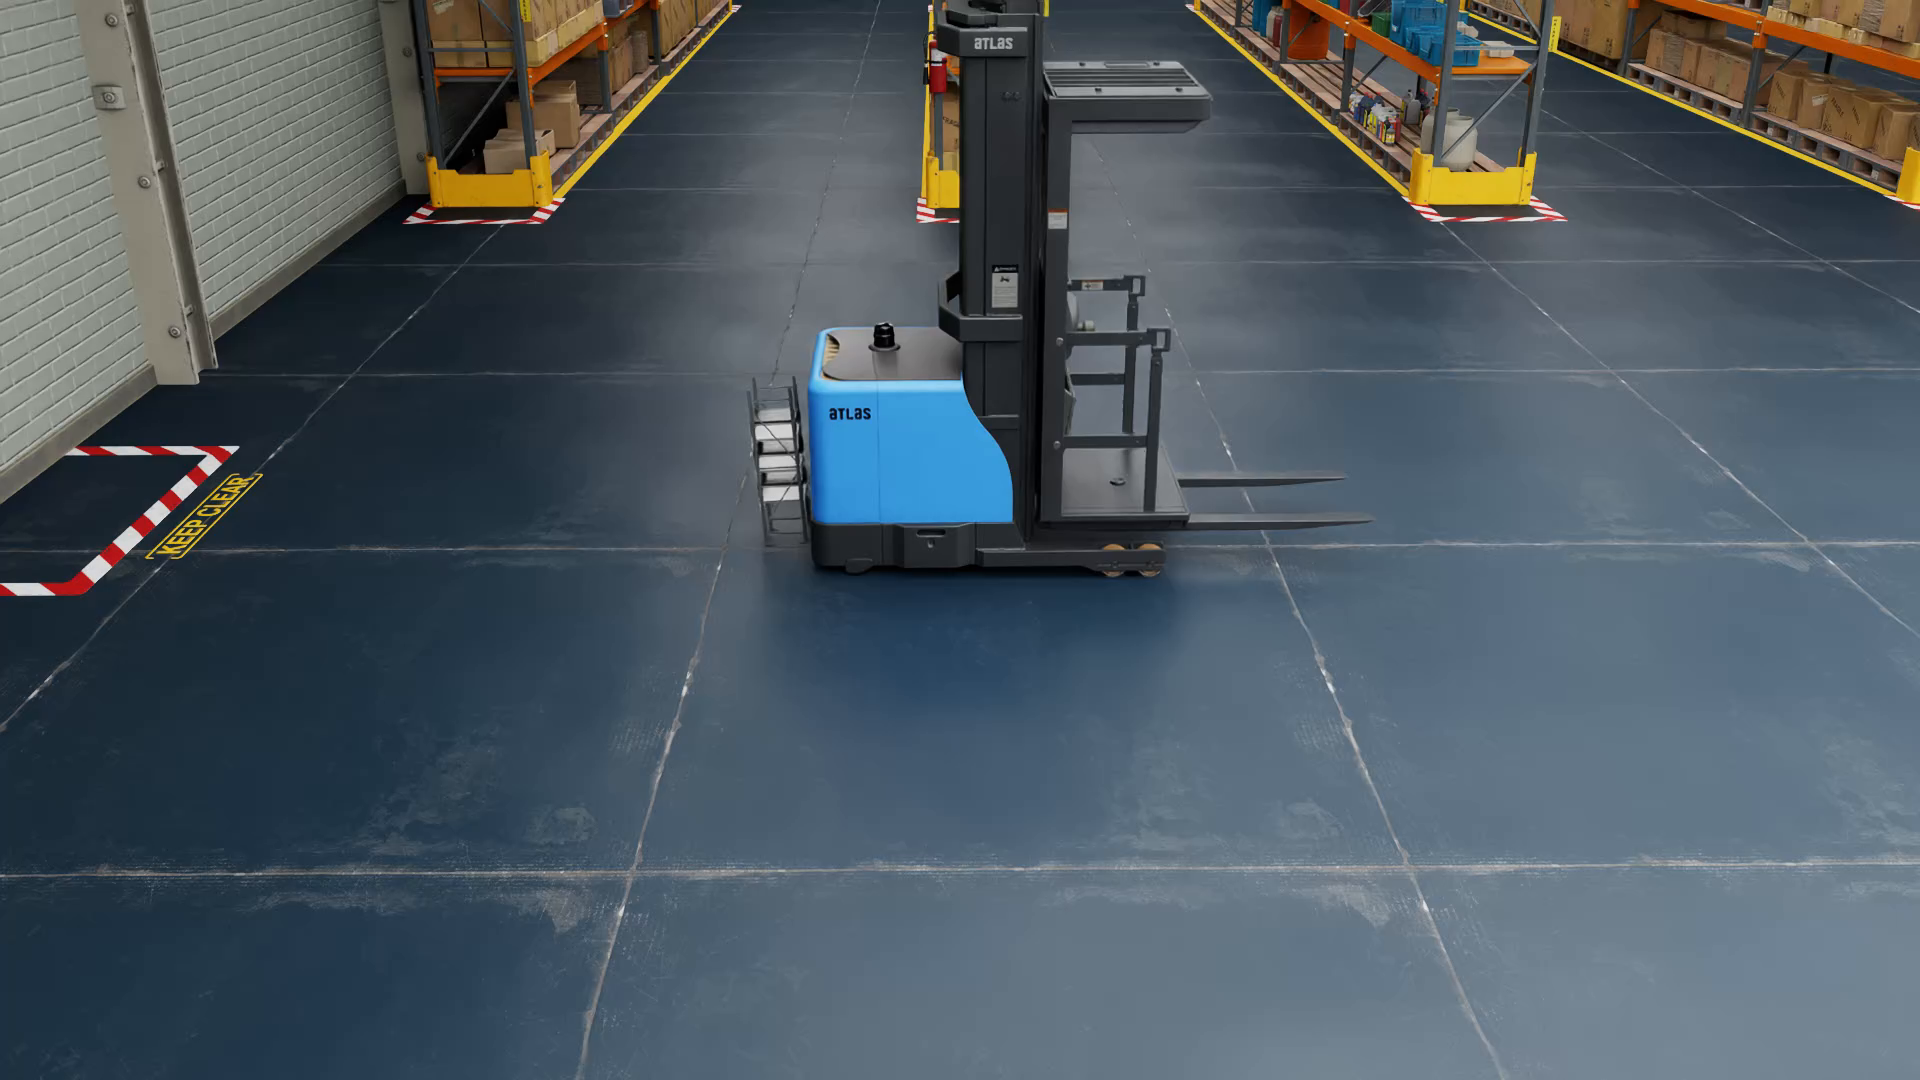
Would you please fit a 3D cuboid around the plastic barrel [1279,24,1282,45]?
[{"bbox_3d":[4.996,-7.560,24.836,0.421,0.512,0.421,0,24,0],"label":"plastic barrel"}]

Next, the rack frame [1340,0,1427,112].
[{"bbox_3d":[5.157,-6.421,19.806,1.000,3.000,0.127,0,24,-1],"label":"rack frame"}]

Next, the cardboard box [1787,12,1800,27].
[{"bbox_3d":[9.832,-6.033,19.253,0.380,0.149,0.250,0,24,-1],"label":"cardboard box"}]

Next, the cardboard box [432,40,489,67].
[{"bbox_3d":[-4.904,-4.860,16.514,0.500,0.250,0.500,0,24,0],"label":"cardboard box"}]

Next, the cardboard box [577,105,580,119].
[{"bbox_3d":[-4.713,-5.065,19.714,0.380,0.166,0.250,-3,25,-7],"label":"cardboard box"}]

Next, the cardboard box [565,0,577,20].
[{"bbox_3d":[-4.423,-5.838,17.765,0.500,0.500,0.500,0,24,1],"label":"cardboard box"}]

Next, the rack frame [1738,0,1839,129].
[{"bbox_3d":[10.110,-6.443,19.856,1.000,3.000,0.127,0,24,-1],"label":"rack frame"}]

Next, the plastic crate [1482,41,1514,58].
[{"bbox_3d":[5.513,-5.022,17.035,0.298,0.136,0.250,0,24,-1],"label":"plastic crate"}]

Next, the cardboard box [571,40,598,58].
[{"bbox_3d":[-4.782,-6.264,21.049,0.500,0.250,0.500,-1,24,-2],"label":"cardboard box"}]

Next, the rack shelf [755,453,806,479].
[{"bbox_3d":[-0.981,-0.400,9.104,0.258,0.077,0.200,-3,24,2],"label":"rack shelf"}]

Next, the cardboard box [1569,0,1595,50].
[{"bbox_3d":[10.078,-7.966,25.292,1.225,0.875,0.875,0,24,0],"label":"cardboard box"}]

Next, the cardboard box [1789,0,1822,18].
[{"bbox_3d":[10.023,-6.232,18.907,0.875,0.500,0.500,0,24,-1],"label":"cardboard box"}]

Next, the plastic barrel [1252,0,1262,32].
[{"bbox_3d":[5.059,-8.728,26.945,0.600,0.901,0.708,0,24,-1],"label":"plastic barrel"}]

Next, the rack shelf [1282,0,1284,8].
[{"bbox_3d":[5.092,-8.565,25.421,1.077,0.370,4.000,0,24,-1],"label":"rack shelf"}]

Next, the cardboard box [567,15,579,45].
[{"bbox_3d":[-4.416,-5.503,17.936,0.500,0.250,0.500,0,24,0],"label":"cardboard box"}]

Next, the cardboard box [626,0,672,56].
[{"bbox_3d":[-4.670,-7.540,24.380,0.750,0.750,0.750,-1,24,-1],"label":"cardboard box"}]

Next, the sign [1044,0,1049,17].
[{"bbox_3d":[0.803,-5.182,15.921,0.100,0.325,0.005,0,24,-1],"label":"sign"}]

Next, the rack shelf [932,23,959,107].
[{"bbox_3d":[0.226,-5.248,18.087,1.077,0.370,4.000,0,24,-1],"label":"rack shelf"}]

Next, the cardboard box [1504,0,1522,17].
[{"bbox_3d":[10.086,-9.606,28.918,0.875,0.875,0.875,0,24,-1],"label":"cardboard box"}]

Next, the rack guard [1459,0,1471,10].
[{"bbox_3d":[9.979,-10.259,31.326,1.175,0.500,0.348,0,24,-1],"label":"rack guard"}]

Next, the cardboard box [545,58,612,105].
[{"bbox_3d":[-4.774,-5.741,20.803,0.700,0.500,0.500,1,24,1],"label":"cardboard box"}]

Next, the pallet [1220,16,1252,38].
[{"bbox_3d":[5.023,-8.749,28.339,1.003,0.211,1.213,0,24,-1],"label":"pallet"}]

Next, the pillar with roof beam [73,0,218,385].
[{"bbox_3d":[-1.208,-5.293,10.033,9.100,9.000,0.400,0,24,-1],"label":"pillar with roof beam"}]

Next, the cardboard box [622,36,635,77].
[{"bbox_3d":[-4.843,-6.577,22.651,0.700,0.500,0.500,0,24,-1],"label":"cardboard box"}]

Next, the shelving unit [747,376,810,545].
[{"bbox_3d":[-0.983,-0.431,9.090,0.258,0.900,0.210,-3,24,2],"label":"shelving unit"}]

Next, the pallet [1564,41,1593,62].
[{"bbox_3d":[10.123,-7.647,25.902,1.003,0.211,1.213,0,24,-1],"label":"pallet"}]

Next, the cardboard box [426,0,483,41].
[{"bbox_3d":[-4.923,-5.204,16.363,0.500,0.500,0.500,-1,24,-1],"label":"cardboard box"}]

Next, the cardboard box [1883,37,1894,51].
[{"bbox_3d":[9.939,-5.209,17.432,0.380,0.149,0.250,0,24,-1],"label":"cardboard box"}]

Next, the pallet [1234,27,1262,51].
[{"bbox_3d":[5.037,-8.128,26.966,1.003,0.211,1.213,0,24,-1],"label":"pallet"}]

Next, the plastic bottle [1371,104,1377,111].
[{"bbox_3d":[4.792,-4.905,19.233,0.097,0.271,0.097,0,24,0],"label":"plastic bottle"}]

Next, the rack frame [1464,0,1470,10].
[{"bbox_3d":[9.979,-11.388,30.789,1.000,3.000,0.127,0,24,-1],"label":"rack frame"}]

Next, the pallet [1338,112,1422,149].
[{"bbox_3d":[5.123,-4.873,19.769,1.003,0.211,1.213,0,24,-1],"label":"pallet"}]

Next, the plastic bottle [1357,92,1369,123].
[{"bbox_3d":[4.751,-5.080,19.522,0.144,0.351,0.185,0,24,1],"label":"plastic bottle"}]

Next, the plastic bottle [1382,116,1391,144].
[{"bbox_3d":[4.723,-4.538,18.406,0.061,0.283,0.133,0,24,1],"label":"plastic bottle"}]

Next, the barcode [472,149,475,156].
[{"bbox_3d":[-5.023,-3.999,17.169,0.001,0.075,0.075,0,24,-1],"label":"barcode"}]

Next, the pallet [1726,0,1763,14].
[{"bbox_3d":[10.247,-6.671,20.593,1.003,0.211,1.213,0,24,-1],"label":"pallet"}]

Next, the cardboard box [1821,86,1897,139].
[{"bbox_3d":[10.173,-4.839,18.833,0.500,0.500,0.500,-2,24,-5],"label":"cardboard box"}]

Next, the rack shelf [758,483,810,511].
[{"bbox_3d":[-0.970,-0.236,9.178,0.258,0.077,0.200,-3,24,2],"label":"rack shelf"}]

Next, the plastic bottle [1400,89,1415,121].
[{"bbox_3d":[5.308,-5.149,19.676,0.144,0.351,0.185,0,24,-1],"label":"plastic bottle"}]

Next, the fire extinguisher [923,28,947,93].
[{"bbox_3d":[-0.215,-4.666,16.020,0.296,0.674,0.183,0,24,-1],"label":"fire extinguisher"}]

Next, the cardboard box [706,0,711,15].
[{"bbox_3d":[-4.748,-9.452,29.033,0.700,0.500,0.500,0,24,1],"label":"cardboard box"}]

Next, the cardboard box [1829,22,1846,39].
[{"bbox_3d":[9.841,-5.620,18.342,0.380,0.149,0.250,0,24,-1],"label":"cardboard box"}]

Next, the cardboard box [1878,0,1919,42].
[{"bbox_3d":[10.050,-5.408,17.085,0.875,0.500,0.500,0,24,-1],"label":"cardboard box"}]

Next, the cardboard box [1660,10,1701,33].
[{"bbox_3d":[10.104,-7.218,23.160,0.500,0.250,0.500,1,24,2],"label":"cardboard box"}]

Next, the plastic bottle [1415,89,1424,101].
[{"bbox_3d":[5.453,-5.150,19.678,0.144,0.351,0.185,-1,24,-2],"label":"plastic bottle"}]

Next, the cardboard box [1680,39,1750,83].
[{"bbox_3d":[10.126,-6.415,22.292,0.700,0.500,0.500,2,24,4],"label":"cardboard box"}]

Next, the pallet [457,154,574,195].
[{"bbox_3d":[-4.680,-3.824,17.448,1.003,0.211,1.213,0,24,-1],"label":"pallet"}]

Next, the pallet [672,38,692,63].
[{"bbox_3d":[-4.736,-7.580,25.755,1.003,0.211,1.213,0,24,-1],"label":"pallet"}]

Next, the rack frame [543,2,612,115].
[{"bbox_3d":[-4.749,-6.376,19.708,1.000,3.000,0.127,0,24,-1],"label":"rack frame"}]

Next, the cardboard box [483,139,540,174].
[{"bbox_3d":[-4.623,-3.989,17.158,0.500,0.311,0.500,-3,25,-7],"label":"cardboard box"}]

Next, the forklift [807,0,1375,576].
[{"bbox_3d":[0.713,-1.362,8.705,3.031,2.935,1.130,-1,24,-1],"label":"forklift"}]

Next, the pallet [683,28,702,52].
[{"bbox_3d":[-4.753,-8.084,26.869,1.003,0.211,1.213,0,24,-1],"label":"pallet"}]

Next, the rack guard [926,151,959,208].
[{"bbox_3d":[0.248,-3.603,16.609,1.175,0.500,0.348,0,24,-1],"label":"rack guard"}]

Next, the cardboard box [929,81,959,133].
[{"bbox_3d":[-0.081,-4.663,17.838,0.500,0.500,0.500,0,24,-1],"label":"cardboard box"}]

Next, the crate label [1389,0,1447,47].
[{"bbox_3d":[4.910,-5.546,17.829,0.502,0.435,0.616,0,24,-1],"label":"crate label"}]

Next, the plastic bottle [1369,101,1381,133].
[{"bbox_3d":[4.758,-4.827,18.963,0.144,0.351,0.185,0,24,-1],"label":"plastic bottle"}]

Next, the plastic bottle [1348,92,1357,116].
[{"bbox_3d":[4.722,-5.245,19.983,0.097,0.271,0.097,0,24,0],"label":"plastic bottle"}]

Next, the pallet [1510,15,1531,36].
[{"bbox_3d":[10.093,-8.783,28.412,1.003,0.211,1.213,0,24,-1],"label":"pallet"}]
